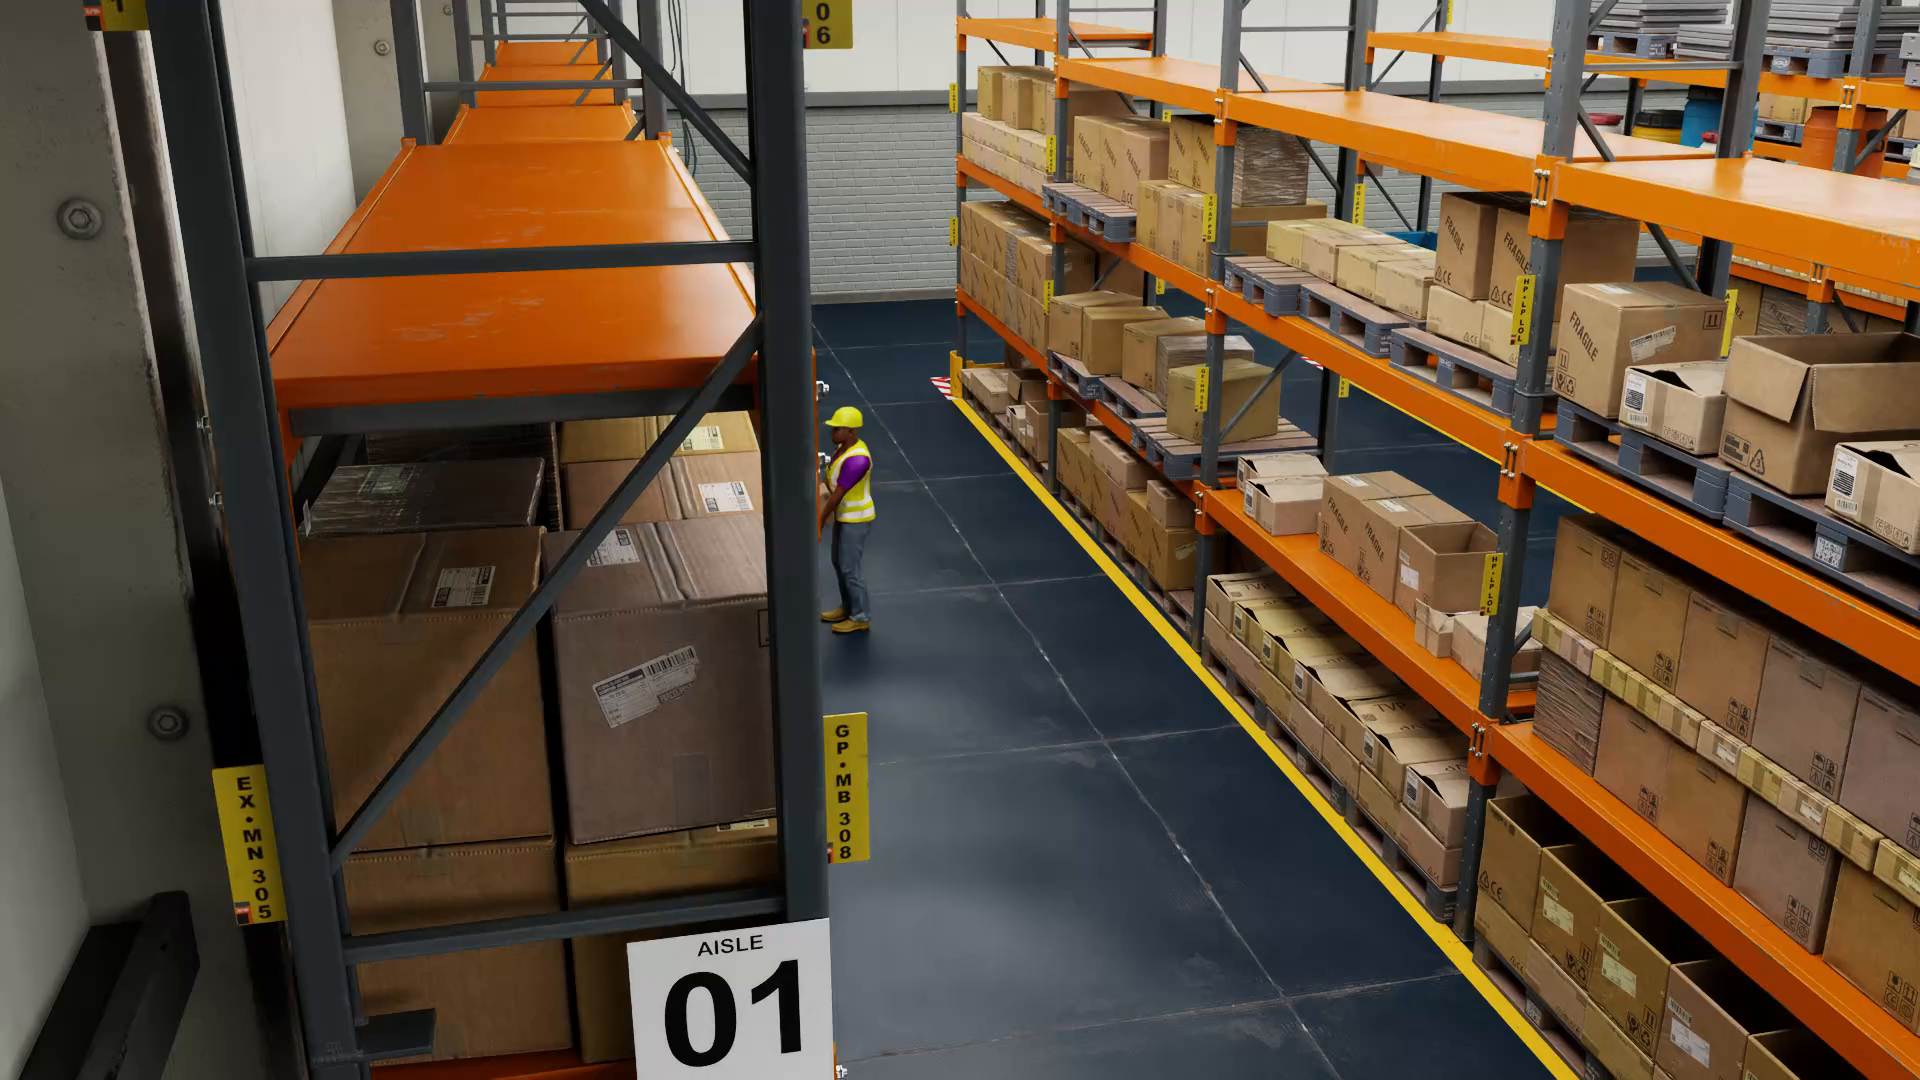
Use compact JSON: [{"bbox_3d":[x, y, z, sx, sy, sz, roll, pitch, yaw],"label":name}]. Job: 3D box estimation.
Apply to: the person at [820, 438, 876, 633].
[{"bbox_3d":[8.678,-0.028,10.280,17.768,3.195,9.829,-5,20,-13],"label":"person"}]
